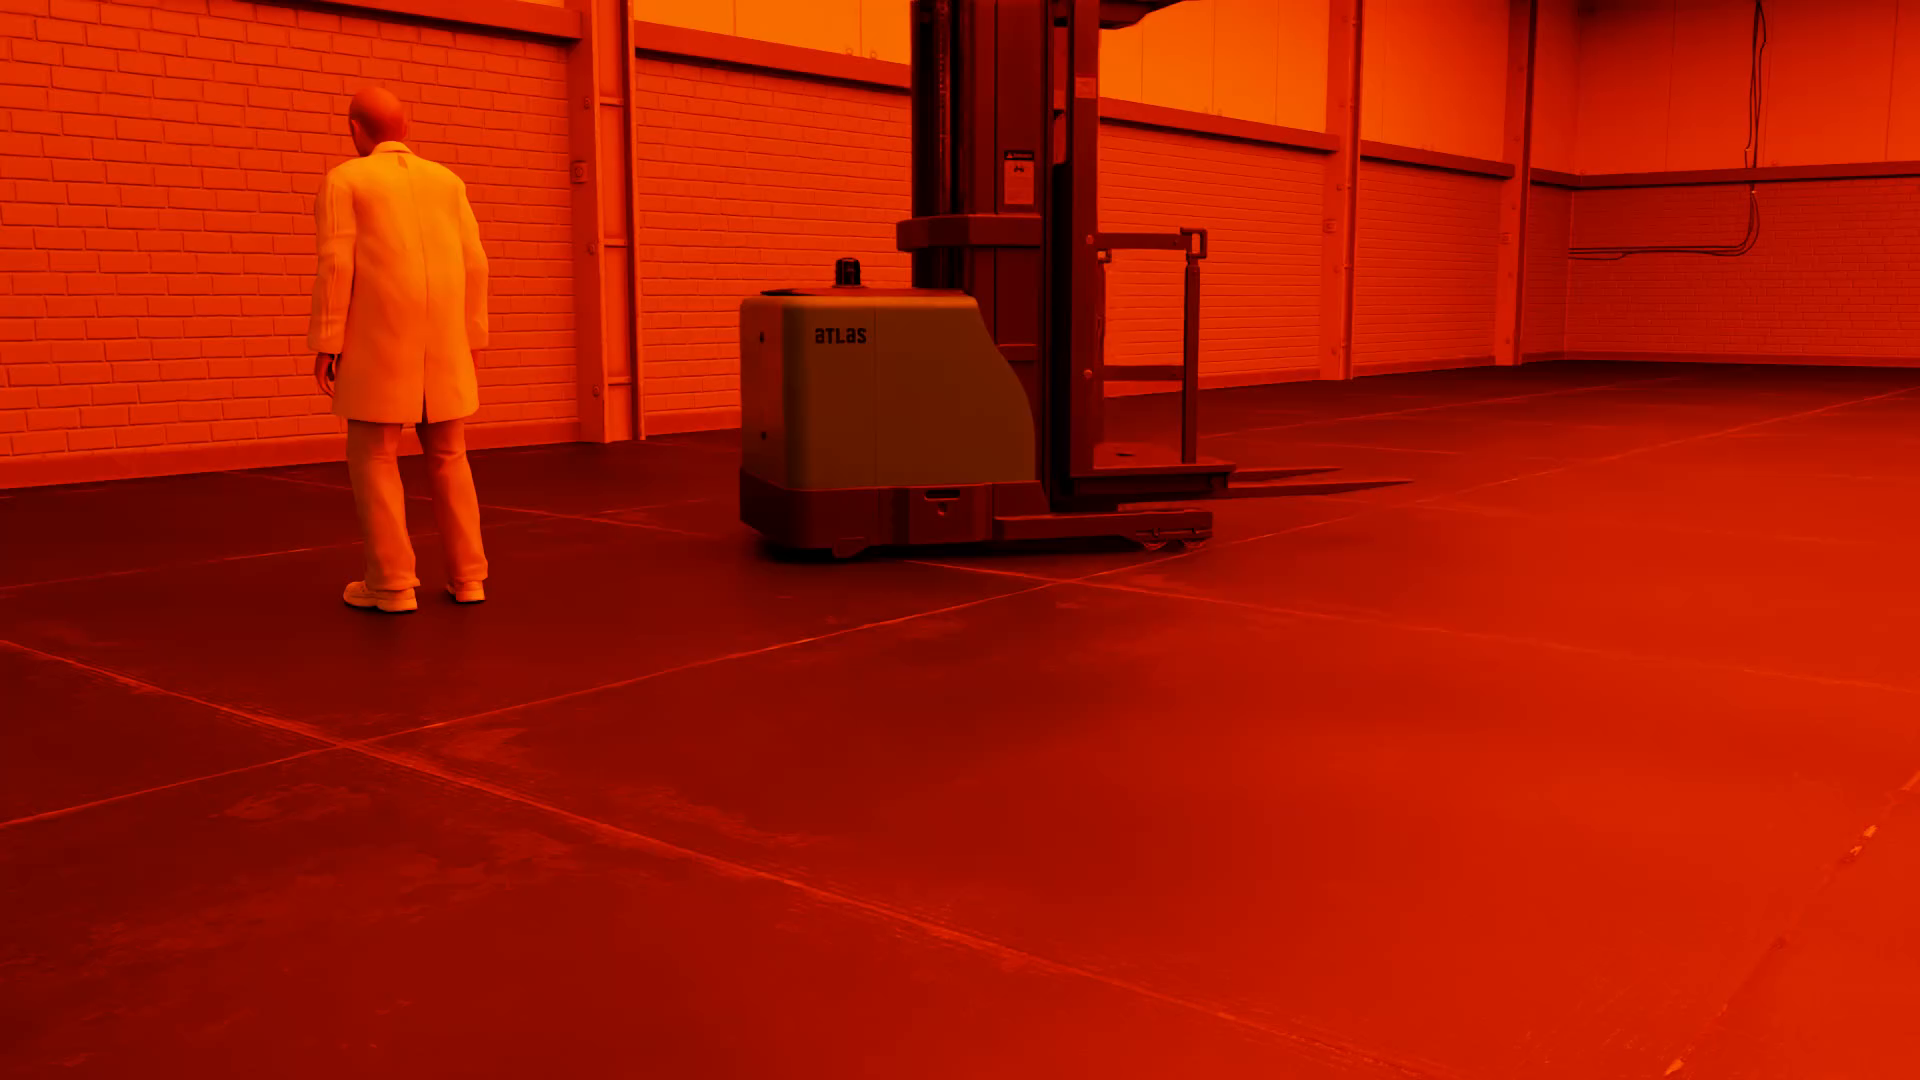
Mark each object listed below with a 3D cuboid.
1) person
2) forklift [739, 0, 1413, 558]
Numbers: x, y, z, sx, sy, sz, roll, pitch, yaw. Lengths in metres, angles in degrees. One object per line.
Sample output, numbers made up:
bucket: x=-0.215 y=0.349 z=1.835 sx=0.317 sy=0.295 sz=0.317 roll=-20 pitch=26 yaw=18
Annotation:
person: x=-1.926 y=-0.650 z=5.728 sx=0.647 sy=1.772 sz=0.430 roll=-8 pitch=11 yaw=-43
forklift: x=0.577 y=-1.480 z=7.399 sx=3.031 sy=2.935 sz=1.130 roll=-3 pitch=9 yaw=-19
